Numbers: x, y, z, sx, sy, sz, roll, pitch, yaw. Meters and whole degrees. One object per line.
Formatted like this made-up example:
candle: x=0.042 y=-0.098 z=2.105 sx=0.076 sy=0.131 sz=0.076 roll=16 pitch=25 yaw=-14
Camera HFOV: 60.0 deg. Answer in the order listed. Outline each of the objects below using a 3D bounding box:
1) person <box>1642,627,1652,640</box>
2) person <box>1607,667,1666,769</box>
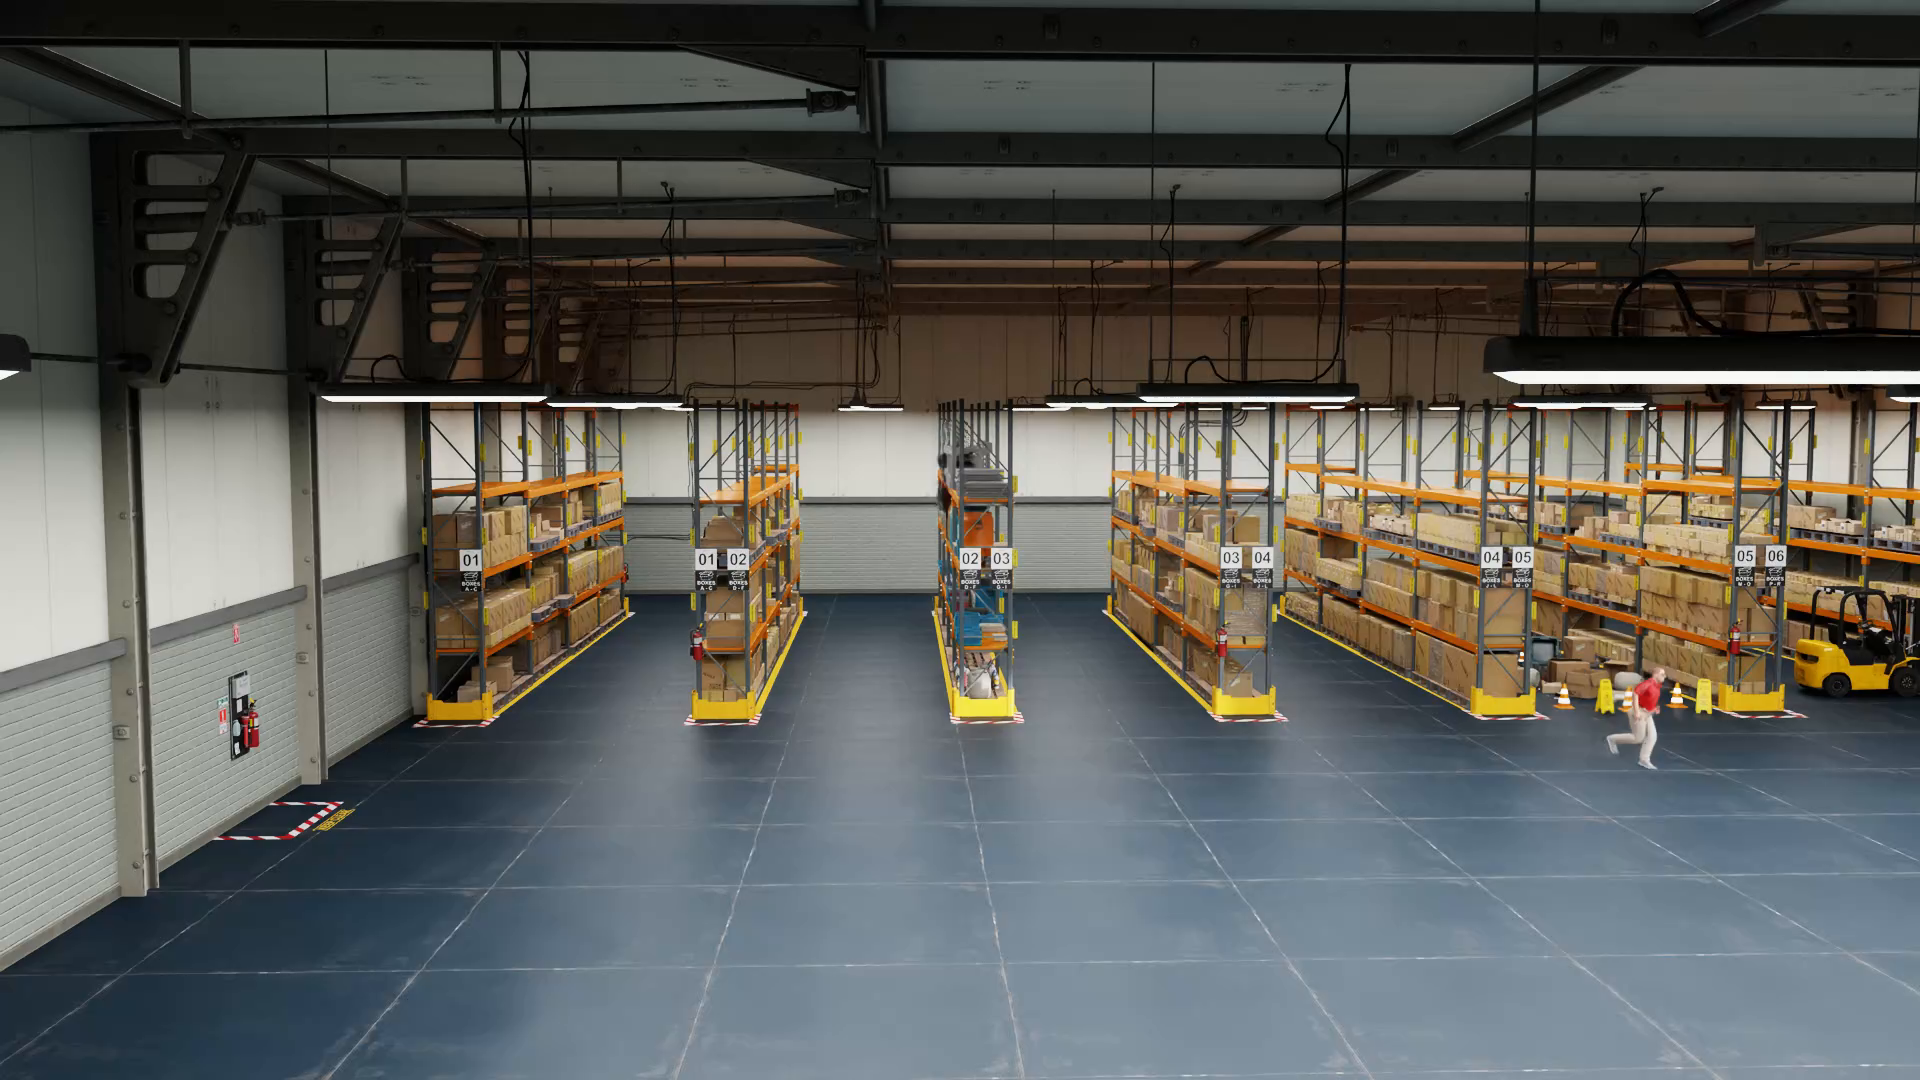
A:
person: x=16.431 y=1.874 z=39.643 sx=0.705 sy=1.748 sz=0.932 roll=-1 pitch=4 yaw=-7
person: x=11.012 y=2.869 z=27.066 sx=0.884 sy=1.686 sz=0.664 roll=3 pitch=5 yaw=37
